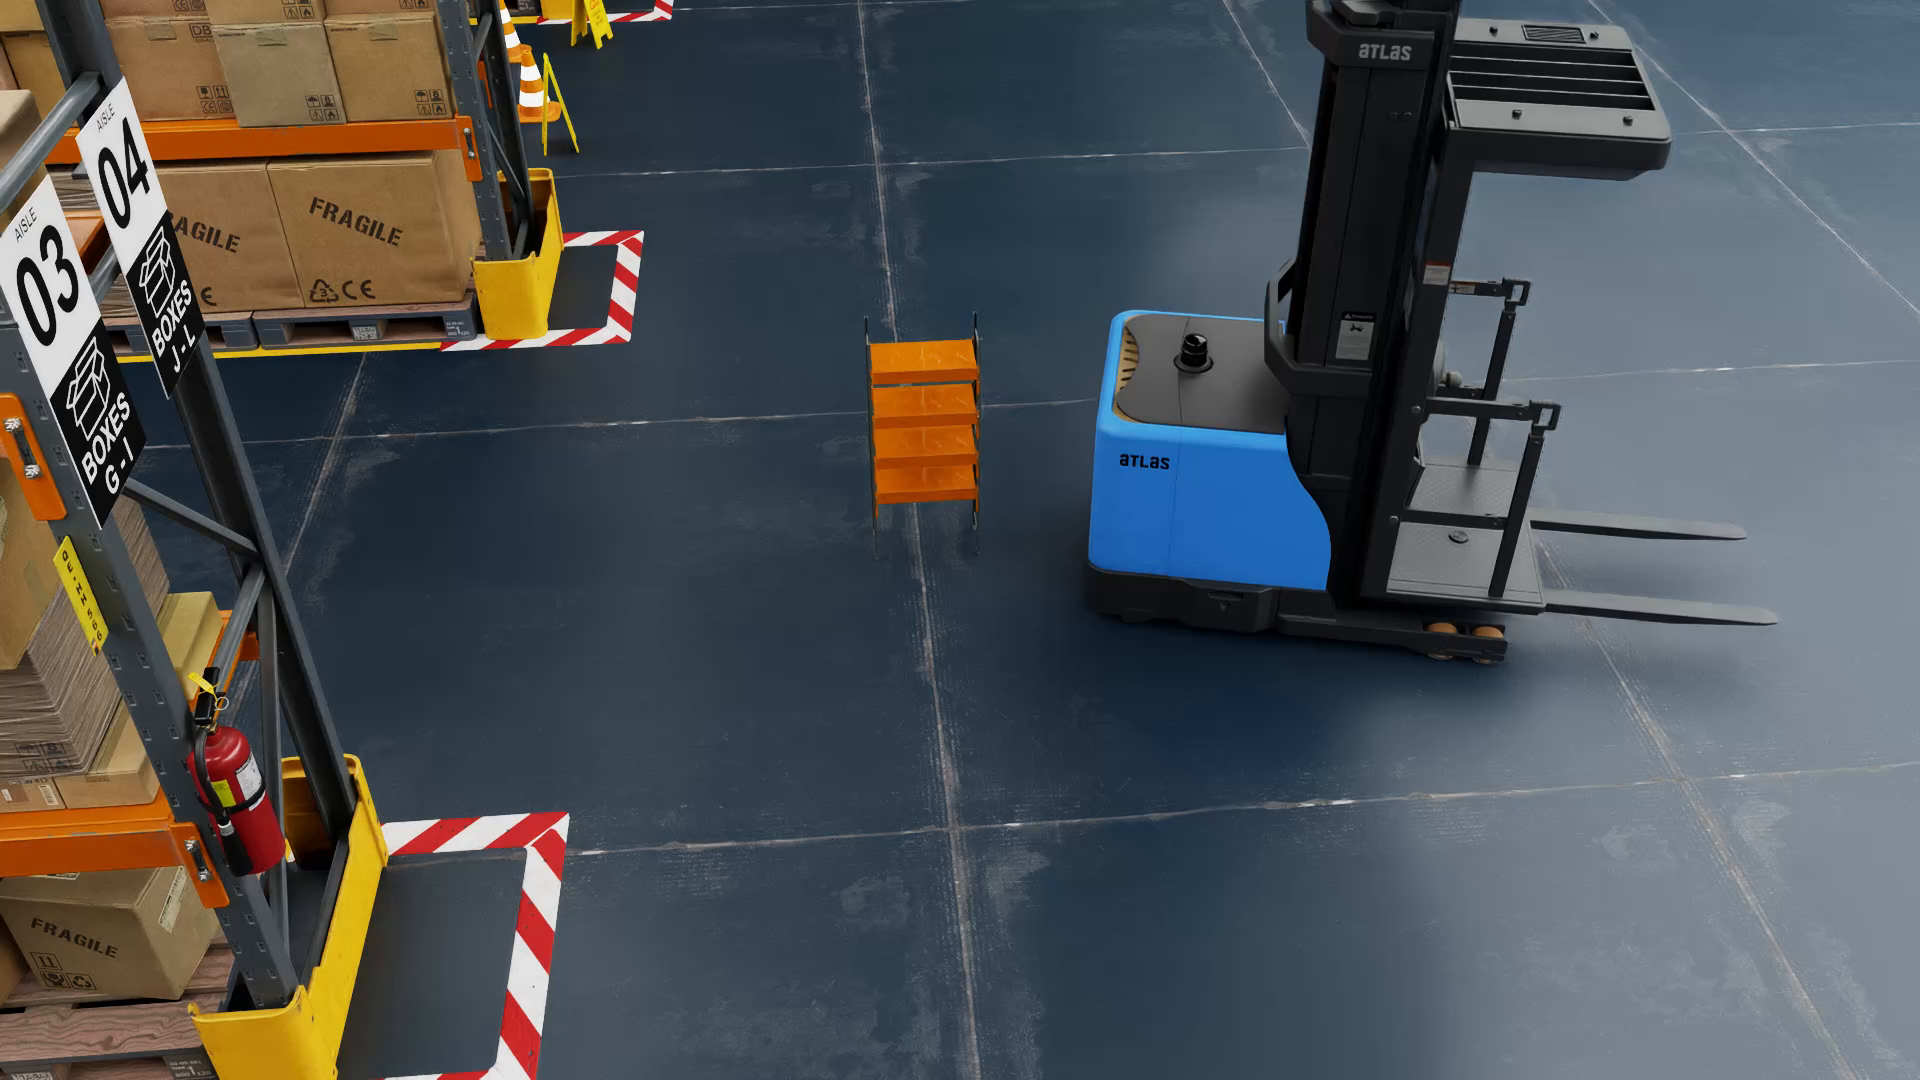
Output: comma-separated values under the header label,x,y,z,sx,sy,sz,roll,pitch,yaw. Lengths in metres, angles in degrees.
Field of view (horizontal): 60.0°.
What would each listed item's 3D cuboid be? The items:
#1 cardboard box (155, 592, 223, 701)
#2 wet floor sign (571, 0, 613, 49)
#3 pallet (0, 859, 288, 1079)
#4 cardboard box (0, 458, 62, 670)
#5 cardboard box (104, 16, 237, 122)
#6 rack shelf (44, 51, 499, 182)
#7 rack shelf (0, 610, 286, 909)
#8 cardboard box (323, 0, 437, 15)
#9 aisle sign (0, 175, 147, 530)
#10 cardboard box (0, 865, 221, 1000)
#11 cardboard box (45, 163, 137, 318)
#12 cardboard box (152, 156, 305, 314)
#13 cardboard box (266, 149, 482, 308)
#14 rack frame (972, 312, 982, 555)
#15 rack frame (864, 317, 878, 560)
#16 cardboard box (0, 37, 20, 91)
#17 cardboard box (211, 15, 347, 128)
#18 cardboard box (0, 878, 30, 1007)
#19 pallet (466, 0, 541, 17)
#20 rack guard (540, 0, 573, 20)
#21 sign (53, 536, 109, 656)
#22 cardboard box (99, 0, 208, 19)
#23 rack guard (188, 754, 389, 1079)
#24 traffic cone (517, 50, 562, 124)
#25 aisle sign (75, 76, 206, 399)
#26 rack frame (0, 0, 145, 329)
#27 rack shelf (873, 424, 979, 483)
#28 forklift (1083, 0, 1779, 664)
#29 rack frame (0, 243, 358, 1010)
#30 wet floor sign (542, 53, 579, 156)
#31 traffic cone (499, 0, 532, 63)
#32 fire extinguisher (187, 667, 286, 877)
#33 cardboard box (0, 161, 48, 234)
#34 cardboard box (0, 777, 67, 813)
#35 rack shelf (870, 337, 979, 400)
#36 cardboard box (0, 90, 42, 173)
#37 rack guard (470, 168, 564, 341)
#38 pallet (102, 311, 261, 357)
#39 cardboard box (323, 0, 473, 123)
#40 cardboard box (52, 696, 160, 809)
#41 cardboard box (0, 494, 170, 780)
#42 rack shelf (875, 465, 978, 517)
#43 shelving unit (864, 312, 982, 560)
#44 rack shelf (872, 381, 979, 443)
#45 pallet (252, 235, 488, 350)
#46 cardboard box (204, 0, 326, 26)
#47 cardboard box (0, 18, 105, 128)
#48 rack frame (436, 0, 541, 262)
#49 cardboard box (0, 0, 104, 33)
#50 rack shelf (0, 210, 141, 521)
label,x,y,z,sx,sy,sz,roll,pitch,yaw
cardboard box,-2.592,0.349,5.411,0.250,0.149,0.380,-3,38,-4
wet floor sign,-2.880,-4.159,12.822,0.232,0.644,0.267,9,39,12
pallet,-3.175,1.503,5.996,1.213,0.211,1.003,-3,38,-4
cardboard box,-2.813,0.016,4.502,0.500,0.500,0.500,-3,38,-4
cardboard box,-4.106,-2.698,8.948,0.550,0.550,0.875,-3,38,-4
rack shelf,-4.617,-2.292,9.136,4.000,0.370,1.077,-3,38,-4
rack shelf,-4.279,0.774,5.250,4.000,0.370,1.077,-3,38,-4
cardboard box,-2.998,-3.170,8.676,0.550,0.550,0.875,-3,38,-4
aisle sign,-2.198,-0.457,4.131,0.004,0.787,0.394,-3,38,-4
cardboard box,-2.910,1.222,5.780,0.500,0.500,0.500,4,38,4
cardboard box,-5.079,-1.838,9.357,0.875,0.875,0.875,-3,38,-4
cardboard box,-4.171,-1.887,9.419,0.875,0.875,0.875,-4,38,-5
cardboard box,-3.295,-1.937,9.481,0.875,0.875,0.875,-3,38,-4
rack frame,0.078,-0.475,7.706,0.015,1.200,0.240,-3,38,-4
rack frame,-0.408,-0.449,7.672,0.015,1.200,0.240,-3,38,-4
cardboard box,-5.149,-2.552,8.764,0.550,0.550,0.875,-3,38,-4
cardboard box,-3.537,-2.651,8.889,0.550,0.550,0.875,-3,38,-4
cardboard box,-3.502,1.276,5.712,0.500,0.500,0.500,6,39,8
pallet,-4.052,-4.611,13.746,1.213,0.211,1.003,-3,38,-4
rack guard,-3.240,-4.747,13.685,0.348,0.500,1.175,-3,38,-4
sign,-2.257,0.147,4.275,0.005,0.325,0.100,-3,38,-4
cardboard box,-4.108,-3.136,8.633,0.550,0.550,0.875,-3,38,-4
rack guard,-2.362,1.367,5.936,0.348,0.500,1.175,-3,38,-4
traffic cone,-3.041,-3.251,11.819,0.334,0.463,0.336,-3,38,-4
aisle sign,-2.251,-0.827,4.600,0.004,0.787,0.394,-3,38,-4
rack frame,-2.287,-1.973,3.308,0.127,3.000,1.000,-3,38,-4
rack shelf,-0.165,-0.409,7.730,0.480,0.148,0.258,-3,38,-4
forklift,2.124,-0.956,6.918,3.031,2.935,1.130,5,39,7
rack frame,-2.287,0.382,5.167,0.127,3.000,1.000,-3,38,-4
wet floor sign,-2.772,-2.983,11.332,0.232,0.644,0.267,-9,39,-12
traffic cone,-3.478,-3.917,12.663,0.334,0.463,0.336,-3,38,-4
fire extinguisher,-2.132,0.690,4.838,0.183,0.674,0.296,-3,38,-4
cardboard box,-2.789,-0.870,4.453,0.500,0.250,0.500,-2,38,-3
cardboard box,-2.801,0.637,5.046,0.250,0.149,0.380,-3,38,-4
rack shelf,-0.165,-0.770,7.445,0.480,0.148,0.258,-3,38,-4
cardboard box,-2.581,-1.021,4.322,0.250,0.149,0.380,-3,38,-4
rack guard,-2.601,-1.704,9.828,0.348,0.500,1.175,-3,38,-4
pallet,-4.627,-1.432,9.717,1.213,0.211,1.003,-3,38,-4
cardboard box,-2.991,-2.695,8.944,0.550,0.550,0.875,-3,38,-4
cardboard box,-2.552,0.623,5.063,0.250,0.149,0.380,-3,38,-4
cardboard box,-2.837,0.239,5.027,0.500,0.500,0.875,-3,38,-4
rack shelf,-0.165,-0.253,7.853,0.480,0.148,0.258,-3,38,-4
shelving unit,-0.165,-0.462,7.689,0.503,1.200,0.258,-3,38,-4
rack shelf,-0.165,-0.585,7.592,0.480,0.148,0.258,-3,38,-4
pallet,-3.415,-1.497,9.799,1.213,0.211,1.003,-3,38,-4
cardboard box,-3.538,-3.083,8.565,0.550,0.550,0.875,-3,38,-4
cardboard box,-4.630,-2.643,8.879,0.500,0.550,0.875,-3,38,-4
rack frame,-2.625,-2.684,9.052,0.127,3.000,1.000,-3,38,-4
cardboard box,-4.624,-3.027,8.494,0.500,0.550,0.875,-3,38,-4
rack shelf,-4.279,-0.404,4.321,4.000,0.370,1.077,-3,38,-4
